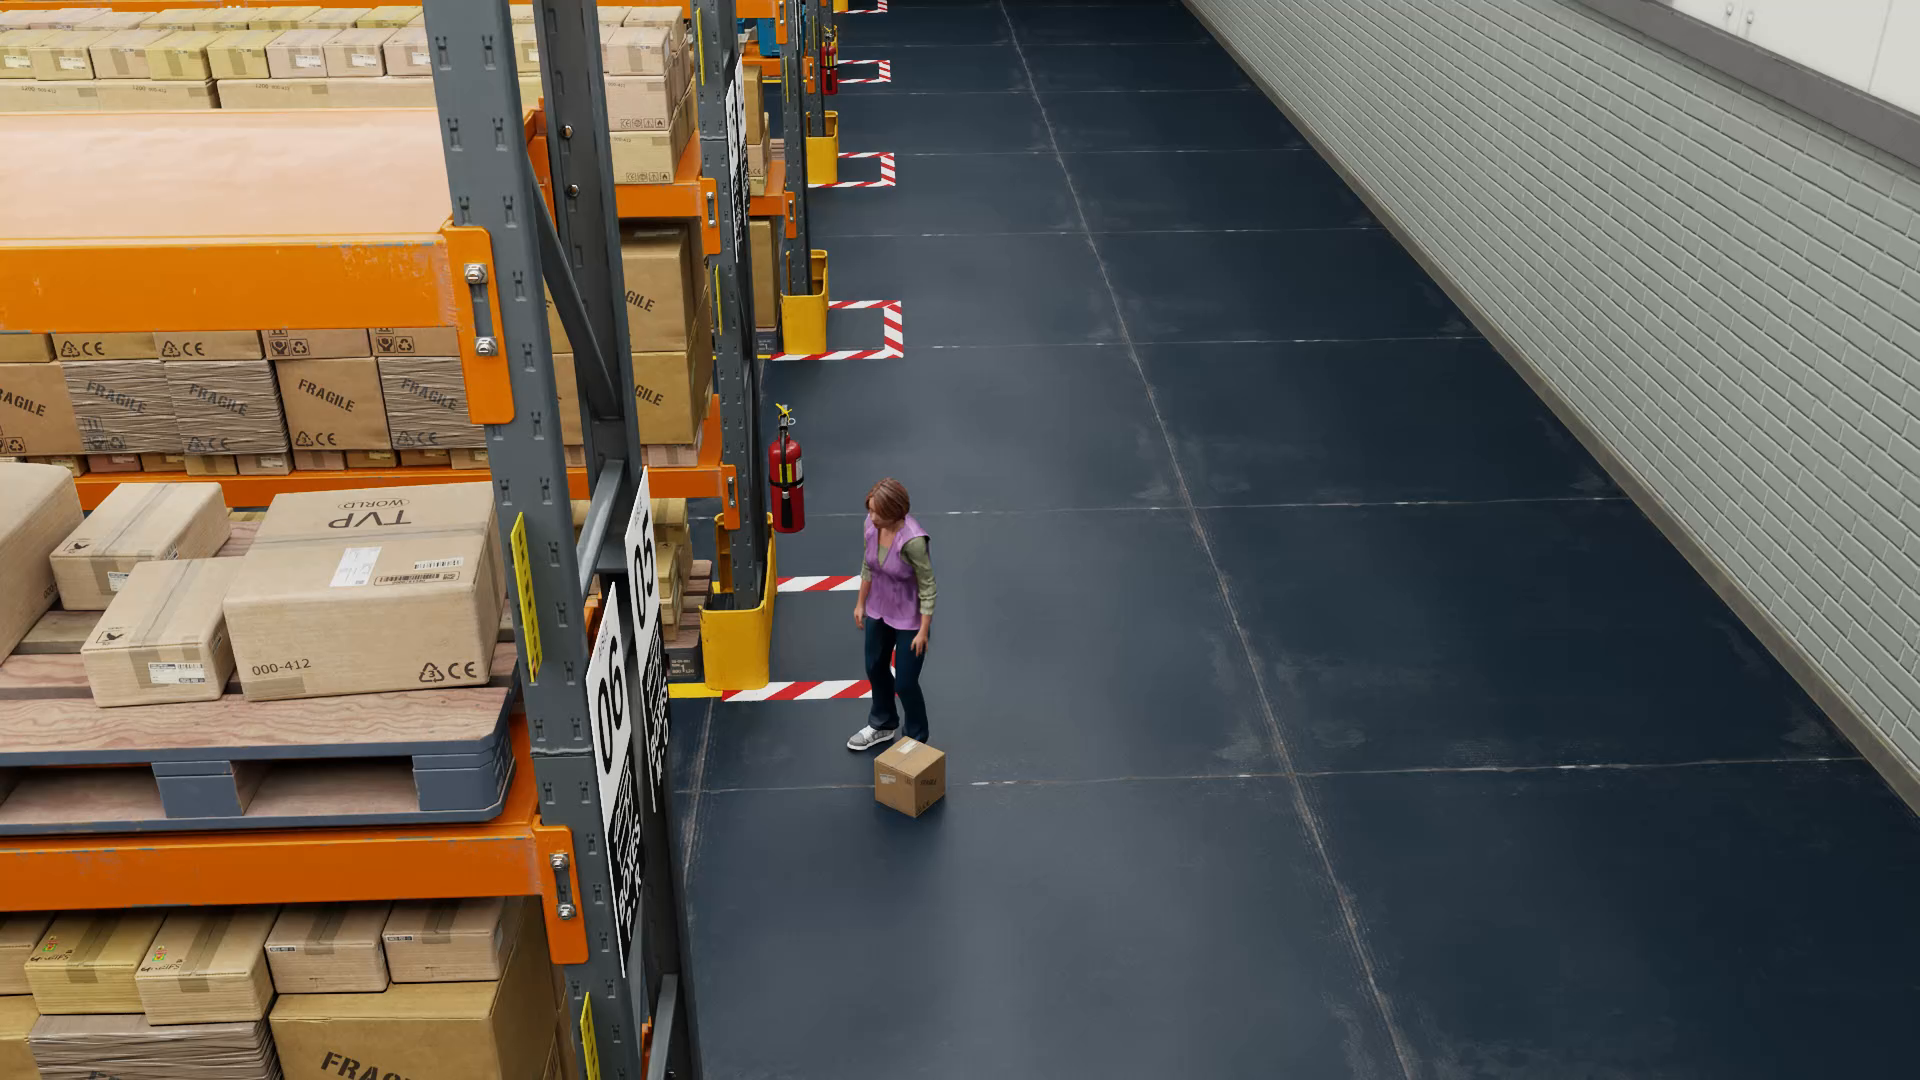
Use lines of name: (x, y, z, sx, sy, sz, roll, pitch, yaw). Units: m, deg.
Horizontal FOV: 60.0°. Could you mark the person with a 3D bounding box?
person: (-0.319, 0.397, 8.221, 0.481, 1.593, 0.343, 22, 35, 36)
